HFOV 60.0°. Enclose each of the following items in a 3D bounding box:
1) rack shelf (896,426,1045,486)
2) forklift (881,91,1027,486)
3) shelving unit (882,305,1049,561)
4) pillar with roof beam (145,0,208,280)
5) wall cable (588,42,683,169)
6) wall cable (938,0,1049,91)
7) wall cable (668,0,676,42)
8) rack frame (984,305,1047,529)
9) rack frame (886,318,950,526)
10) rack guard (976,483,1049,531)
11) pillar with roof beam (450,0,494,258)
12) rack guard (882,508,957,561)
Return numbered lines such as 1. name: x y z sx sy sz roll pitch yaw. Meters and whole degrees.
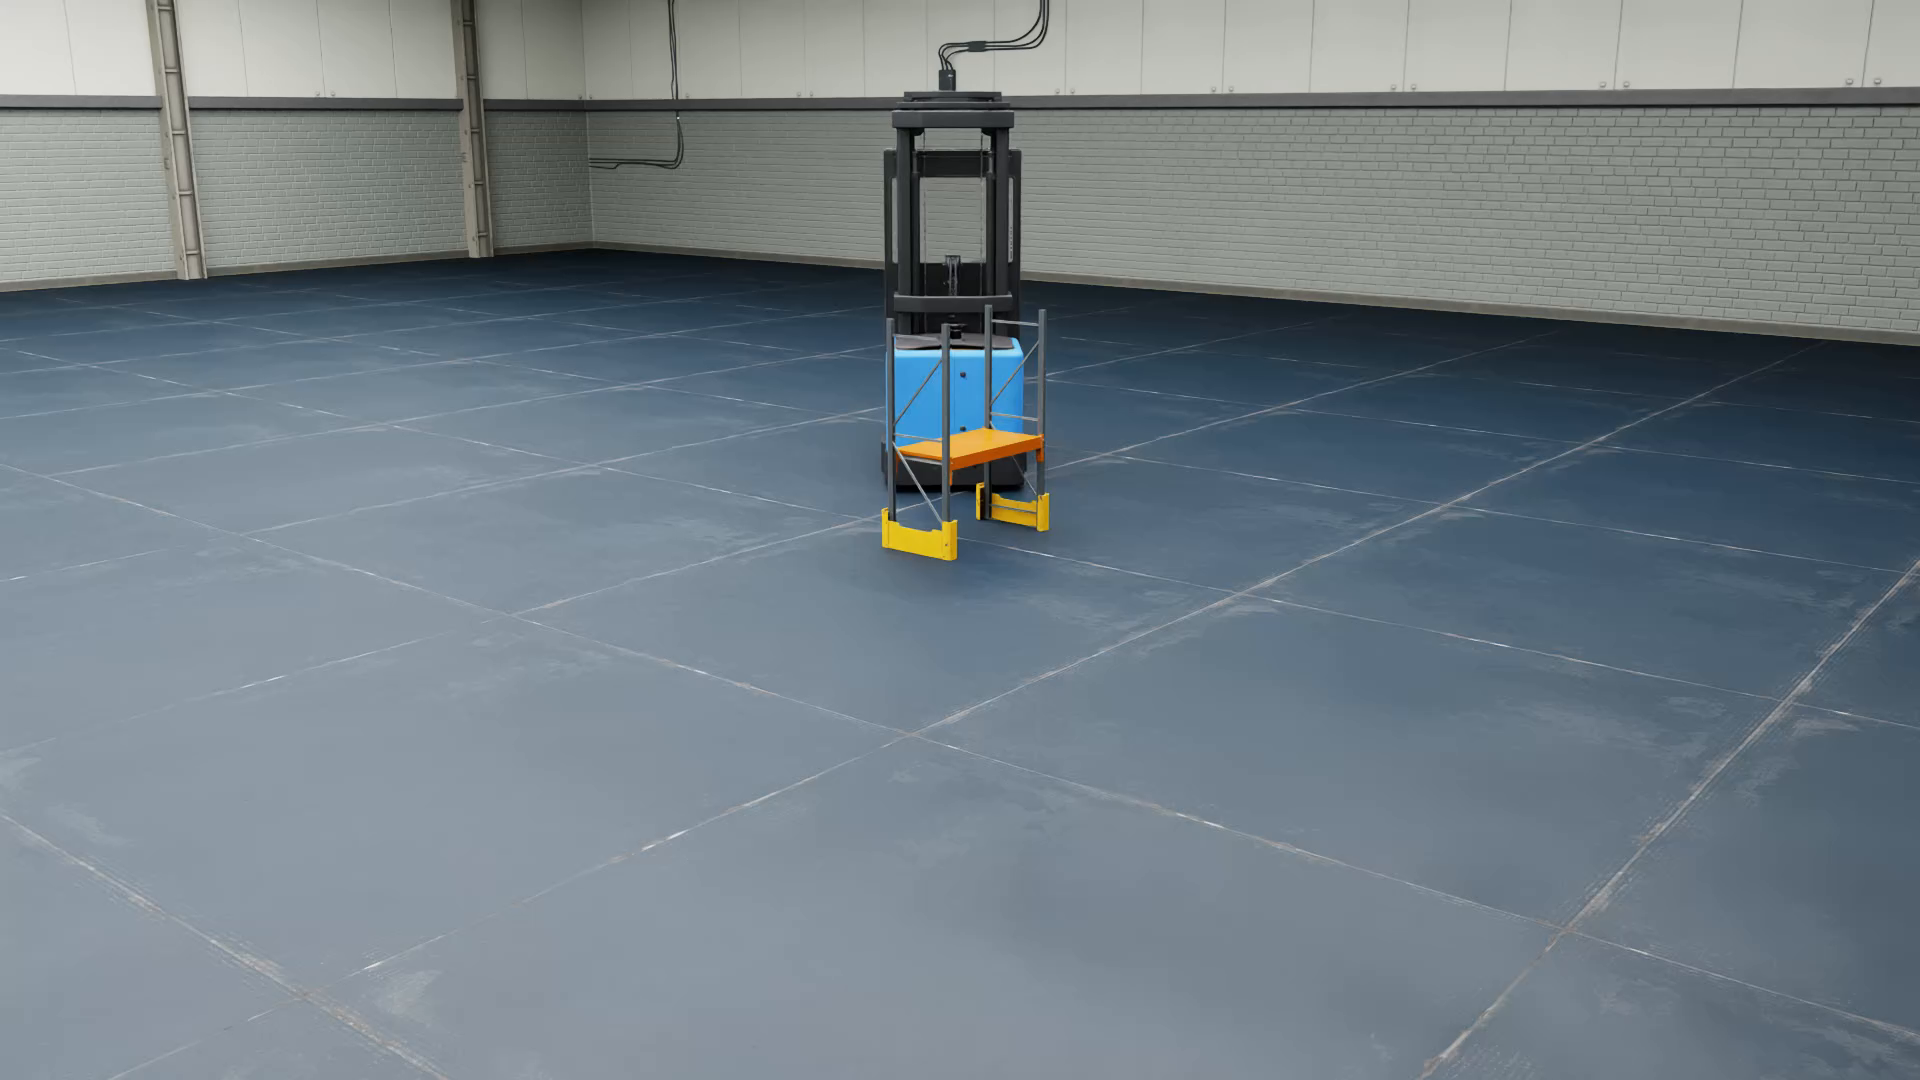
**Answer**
1. rack shelf: 0.054 -0.569 11.047 0.538 0.185 1.000 11 18 38
2. forklift: -0.065 -2.134 13.569 1.130 2.935 3.031 0 14 -1
3. shelving unit: 0.048 -0.742 10.996 0.587 1.500 1.083 11 18 38
4. pillar with roof beam: -10.135 -8.290 25.479 9.100 9.000 0.400 11 18 38
5. wall cable: -6.832 -8.960 34.422 3.097 2.526 0.112 11 18 38
6. wall cable: 0.542 -10.641 27.826 2.305 6.003 0.169 11 18 38
7. wall cable: -4.728 -10.989 32.152 3.097 2.526 0.112 11 18 38
8. rack frame: 0.373 -0.841 11.386 0.500 1.500 0.032 11 18 38
9. rack frame: -0.266 -0.646 10.619 0.500 1.500 0.032 11 18 38
10. rack guard: 0.361 -0.231 11.525 0.587 0.250 0.087 11 18 38
11. pillar with roof beam: -6.364 -9.439 30.002 9.100 9.000 0.400 11 18 38
12. rack guard: -0.265 -0.040 10.774 0.587 0.250 0.087 11 18 38
